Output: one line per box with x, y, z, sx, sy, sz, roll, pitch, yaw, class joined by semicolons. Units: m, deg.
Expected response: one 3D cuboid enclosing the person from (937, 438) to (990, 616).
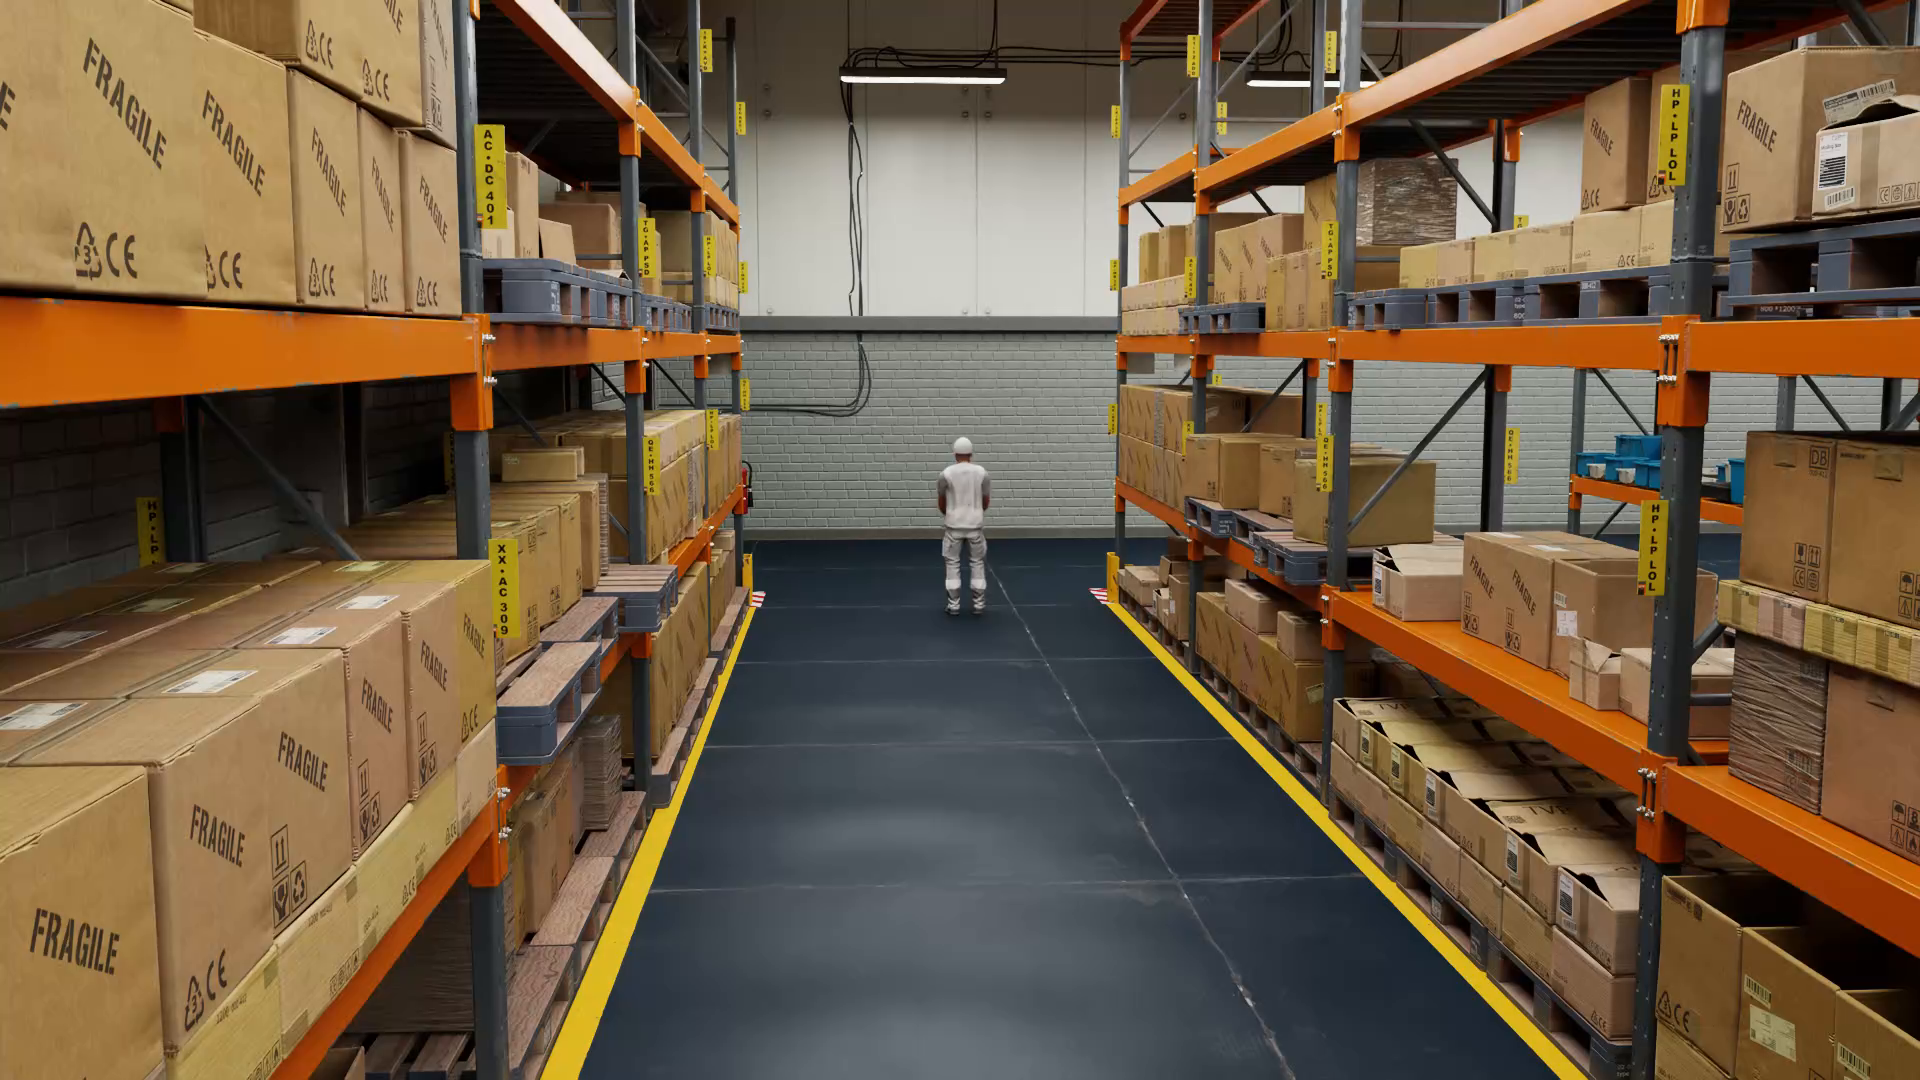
0.032;-0.145;16.841;0.529;1.794;0.498;-1;7;-4;person
